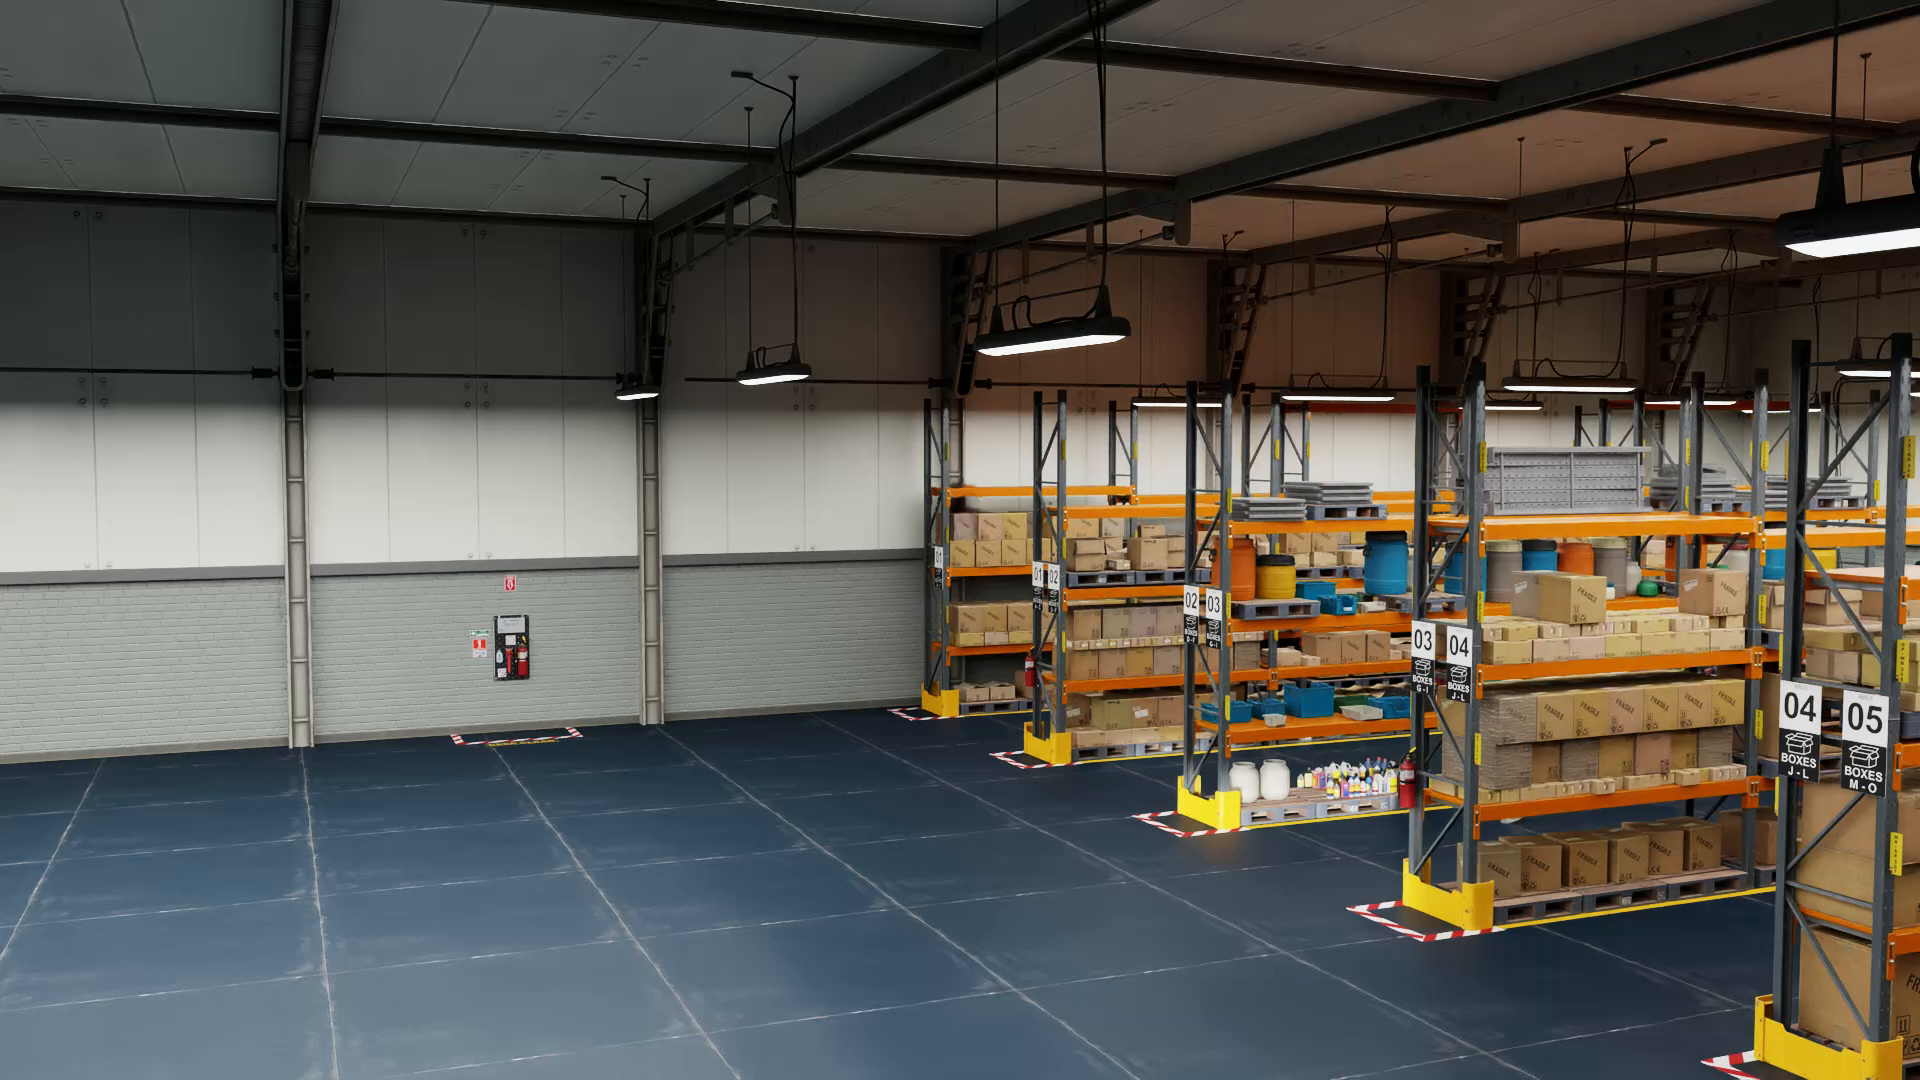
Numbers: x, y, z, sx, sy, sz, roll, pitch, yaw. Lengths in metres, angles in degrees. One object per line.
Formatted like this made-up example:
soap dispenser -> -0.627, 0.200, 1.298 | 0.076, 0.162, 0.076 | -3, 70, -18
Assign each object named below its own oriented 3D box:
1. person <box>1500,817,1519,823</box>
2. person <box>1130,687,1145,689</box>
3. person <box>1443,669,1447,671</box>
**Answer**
person -> 7.508, 3.035, 22.695 | 0.339, 1.620, 0.409 | 1, 3, 15
person -> 3.266, 2.571, 30.590 | 0.978, 1.578, 0.568 | -2, 4, -30
person -> 9.754, 2.398, 32.851 | 0.784, 1.730, 0.591 | -1, 4, -18
